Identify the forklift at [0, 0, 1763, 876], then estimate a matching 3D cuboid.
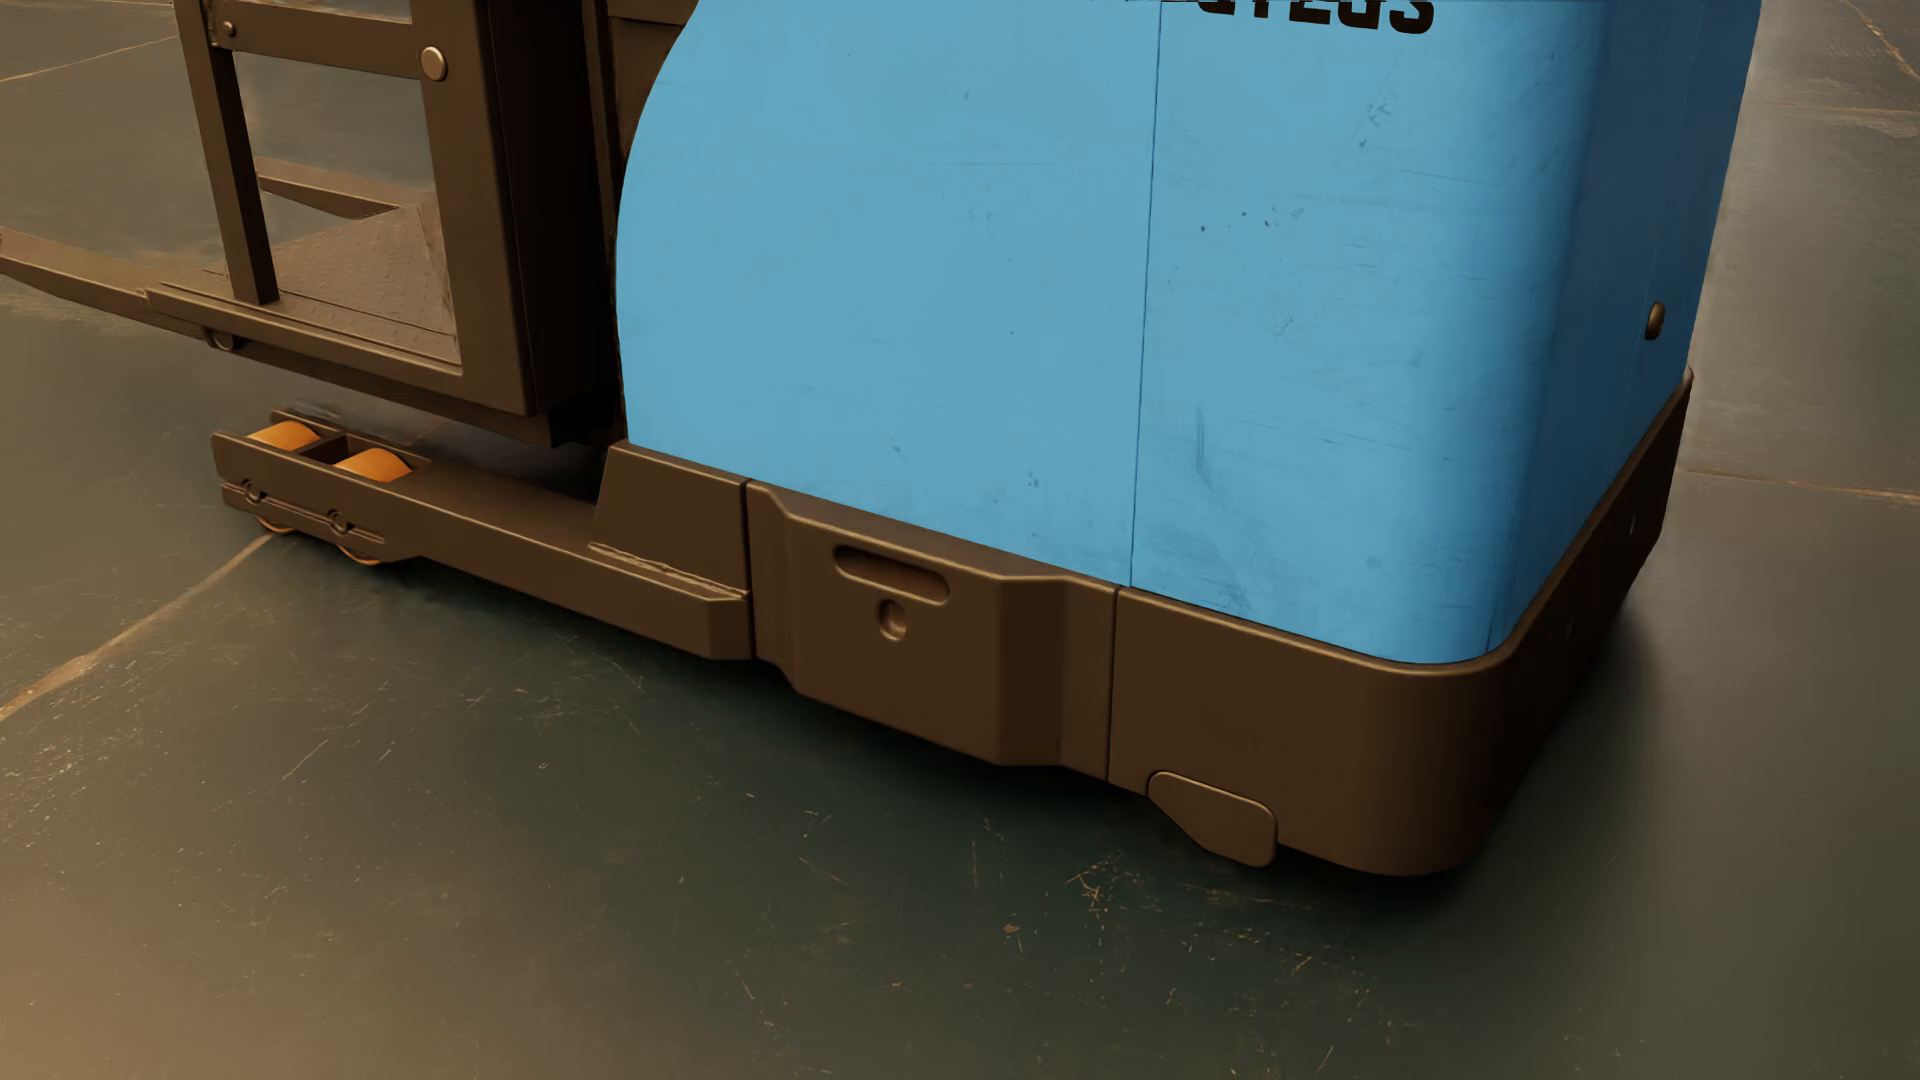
[{"bbox_3d":[-0.517,-1.453,2.123,3.031,2.935,1.130,16,31,29],"label":"forklift"}]
